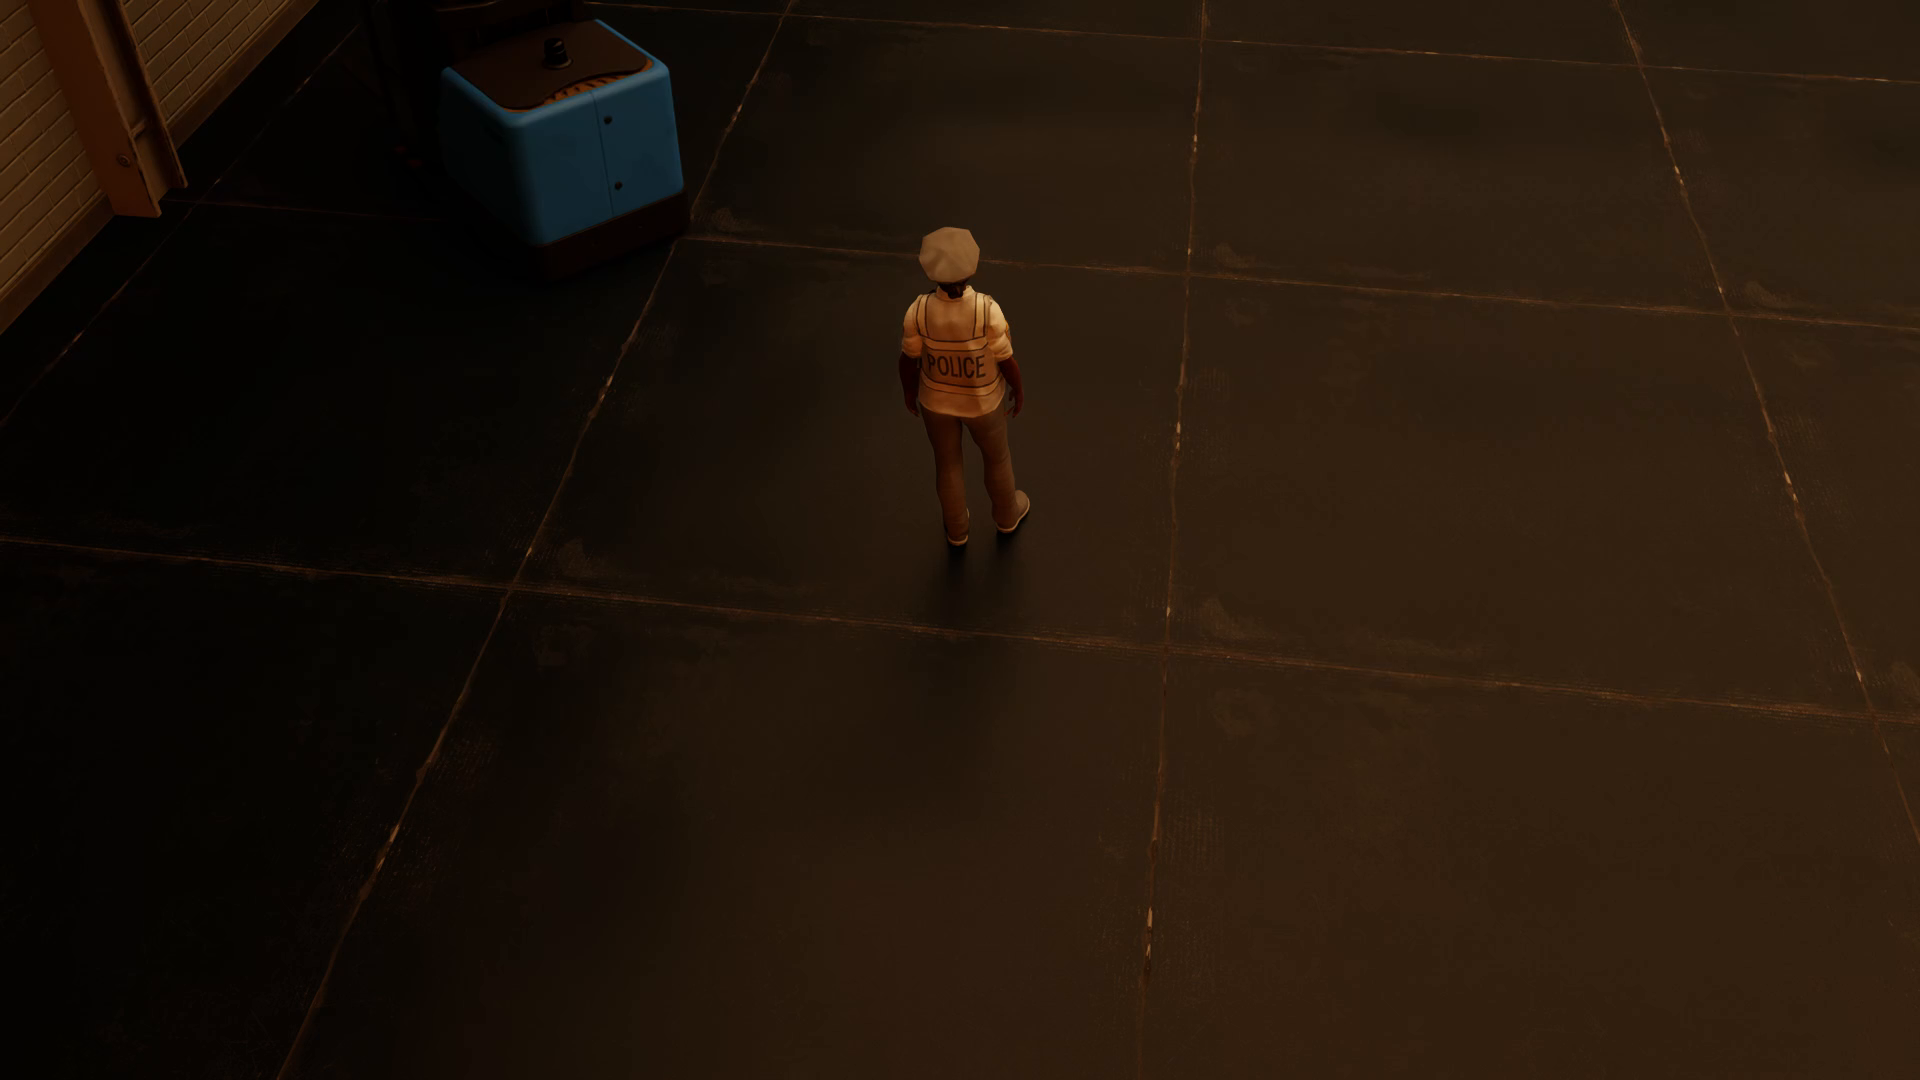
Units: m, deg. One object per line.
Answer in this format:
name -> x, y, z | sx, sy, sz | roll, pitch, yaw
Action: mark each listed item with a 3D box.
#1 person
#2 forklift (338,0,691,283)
person -> 0.029, -0.678, 7.365 | 0.570, 1.697, 0.528 | 5, 43, 6
forklift -> -2.911, -3.462, 9.492 | 1.130, 2.935, 3.031 | -29, 50, -28
